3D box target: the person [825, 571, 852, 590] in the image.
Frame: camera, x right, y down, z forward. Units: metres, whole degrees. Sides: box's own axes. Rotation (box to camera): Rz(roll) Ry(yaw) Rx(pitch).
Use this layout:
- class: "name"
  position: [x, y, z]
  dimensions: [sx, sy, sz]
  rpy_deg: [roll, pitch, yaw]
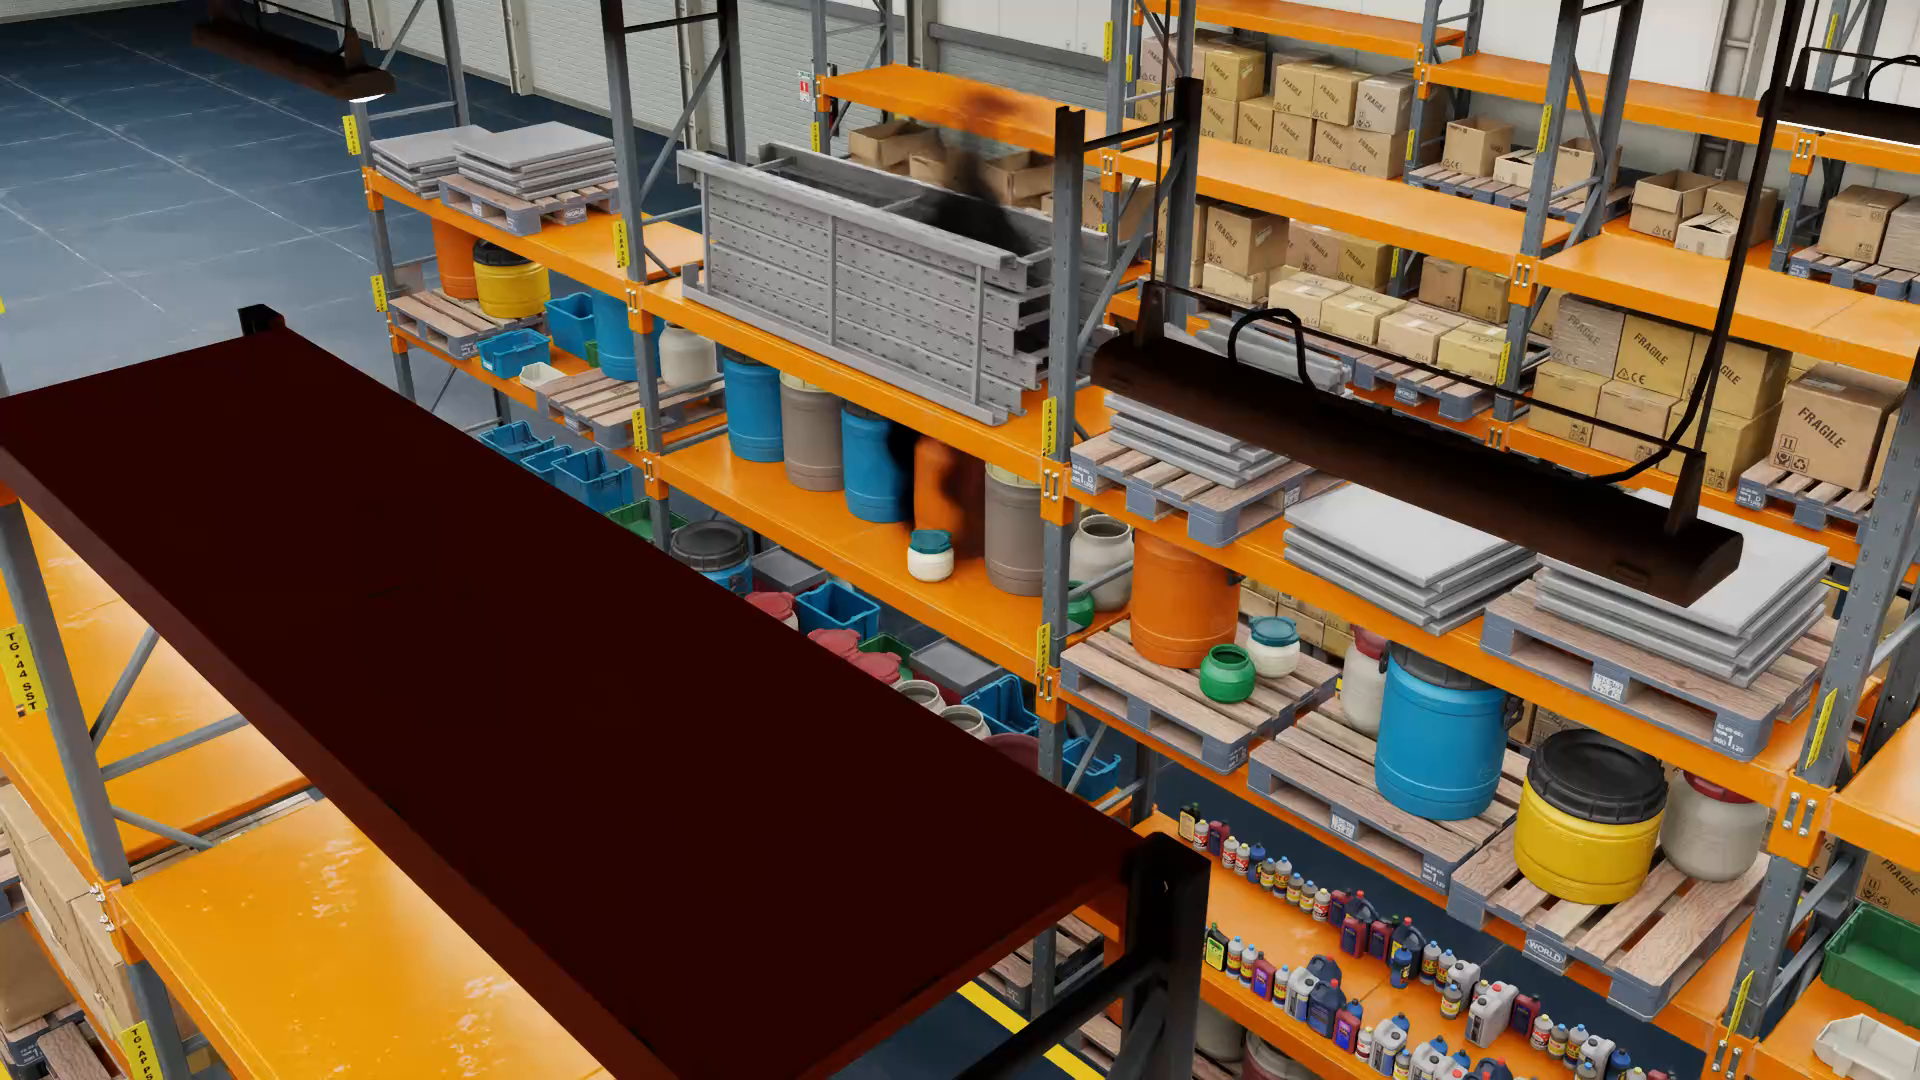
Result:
- class: "person"
  position: [-1.221, -0.019, 15.058]
  dimensions: [0.671, 1.729, 0.646]
  rpy_deg: [22, 35, 35]

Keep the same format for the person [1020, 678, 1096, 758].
- class: "person"
  position: [0.731, 1.080, 13.120]
  dimensions: [0.917, 1.693, 0.600]
  rpy_deg: [23, 36, 37]

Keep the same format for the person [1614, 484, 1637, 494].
- class: "person"
  position: [6.364, -0.300, 15.695]
  dimensions: [0.514, 1.659, 0.616]
  rpy_deg: [23, 36, 36]
